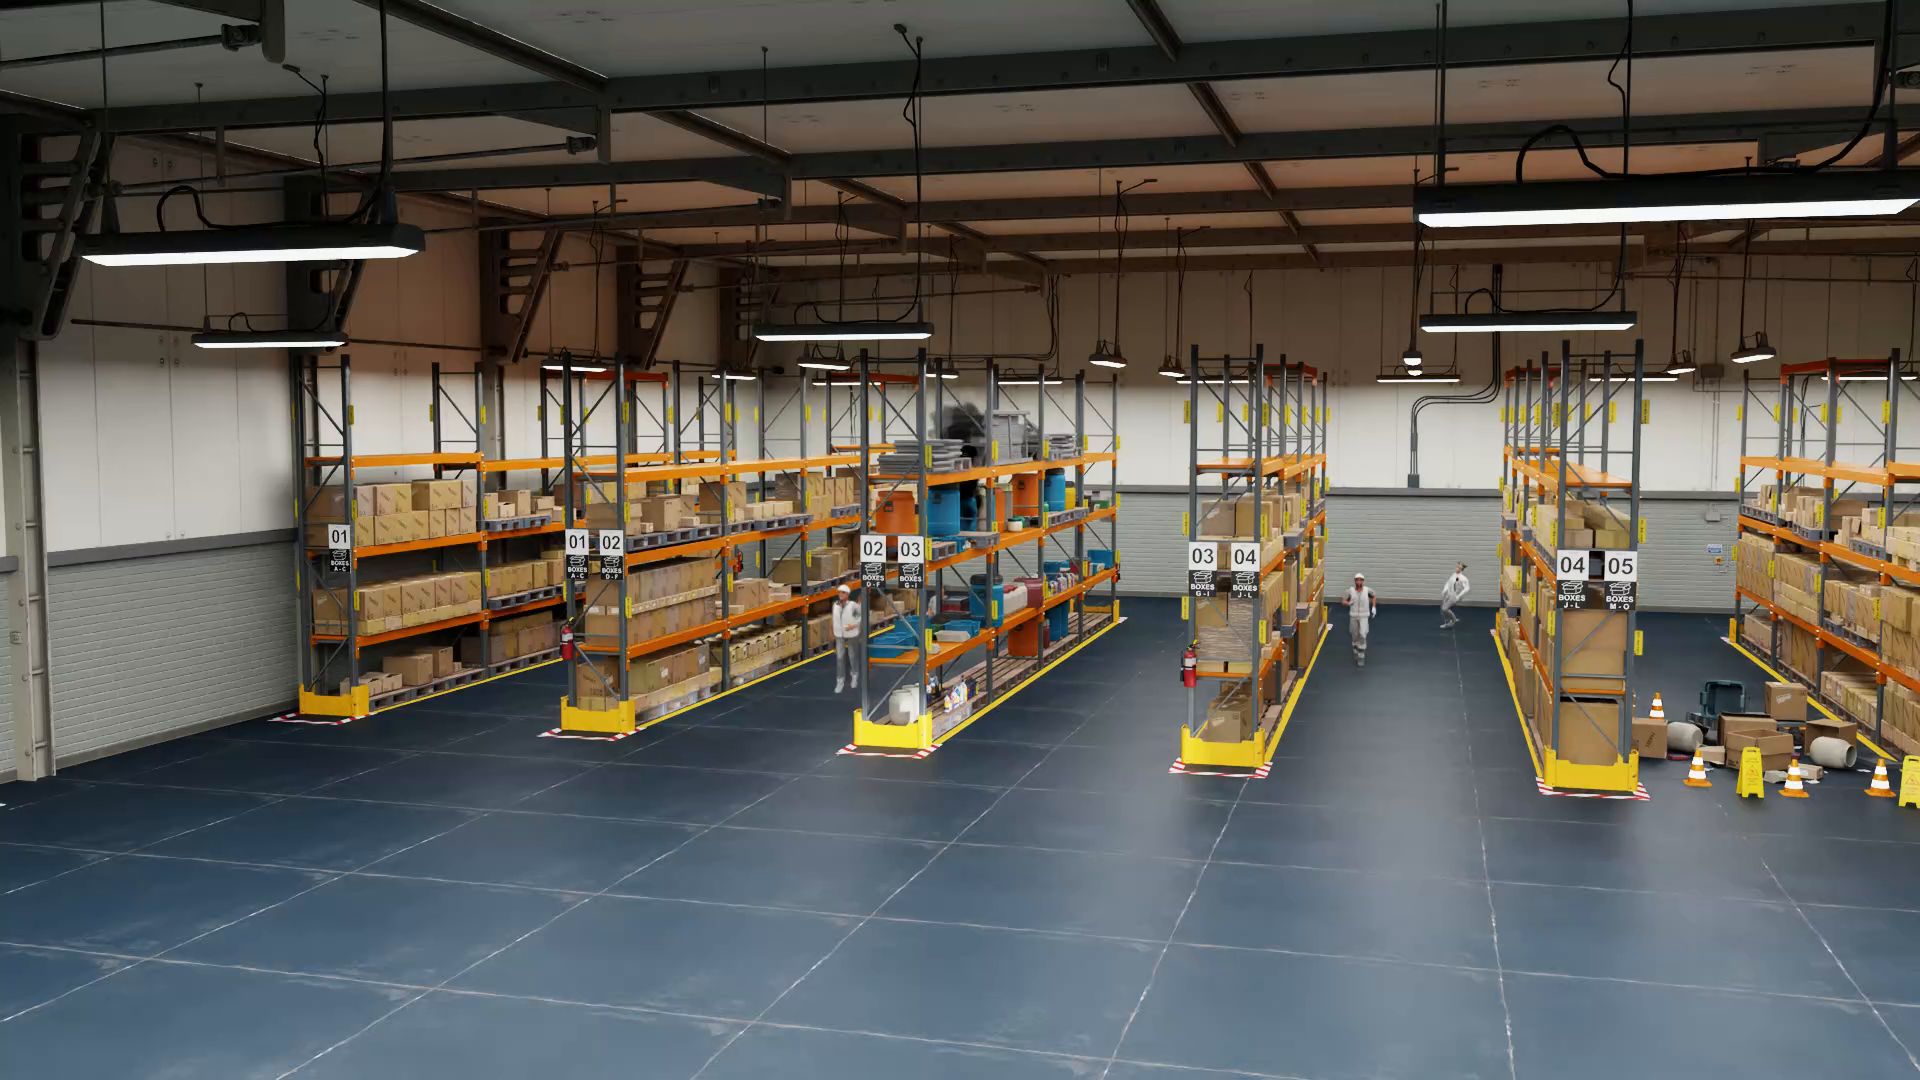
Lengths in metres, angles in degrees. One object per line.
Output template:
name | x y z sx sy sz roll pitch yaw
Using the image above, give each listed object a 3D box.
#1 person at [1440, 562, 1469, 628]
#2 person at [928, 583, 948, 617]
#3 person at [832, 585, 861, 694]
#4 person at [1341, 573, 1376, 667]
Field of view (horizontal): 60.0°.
person | 11.529 1.297 38.949 0.548 1.599 0.694 -1 4 -9
person | -0.368 1.572 32.585 0.549 1.483 0.665 1 4 13
person | -1.933 1.688 28.708 0.675 1.849 0.729 1 5 18
person | 8.026 1.584 33.505 0.661 1.846 0.836 1 5 18
